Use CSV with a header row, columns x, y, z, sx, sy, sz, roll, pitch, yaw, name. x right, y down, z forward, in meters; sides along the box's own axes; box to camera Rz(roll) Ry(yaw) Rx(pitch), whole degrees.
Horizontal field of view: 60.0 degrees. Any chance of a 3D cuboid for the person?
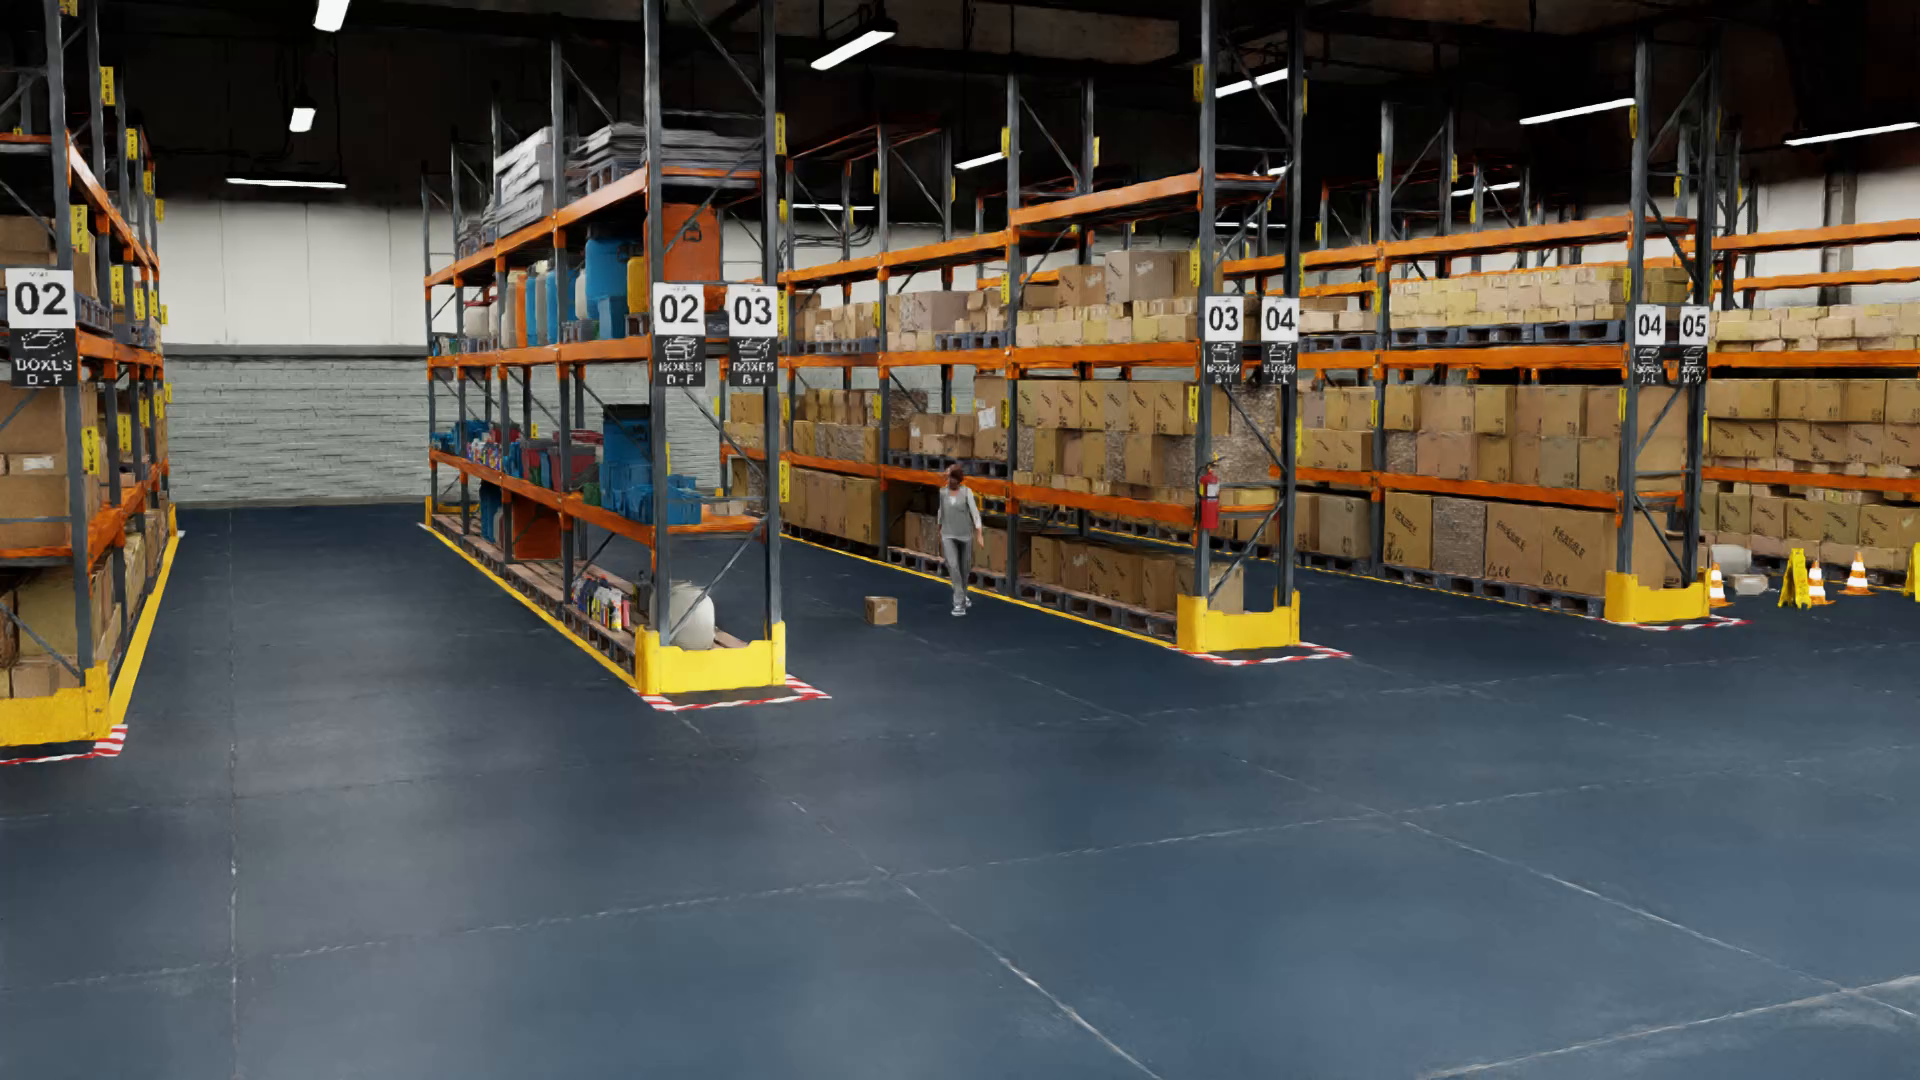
x,y,z,sx,sy,sz,roll,pitch,yaw,name
-5.457,-2.901,24.112,28.449,5.979,13.928,0,6,4,person
